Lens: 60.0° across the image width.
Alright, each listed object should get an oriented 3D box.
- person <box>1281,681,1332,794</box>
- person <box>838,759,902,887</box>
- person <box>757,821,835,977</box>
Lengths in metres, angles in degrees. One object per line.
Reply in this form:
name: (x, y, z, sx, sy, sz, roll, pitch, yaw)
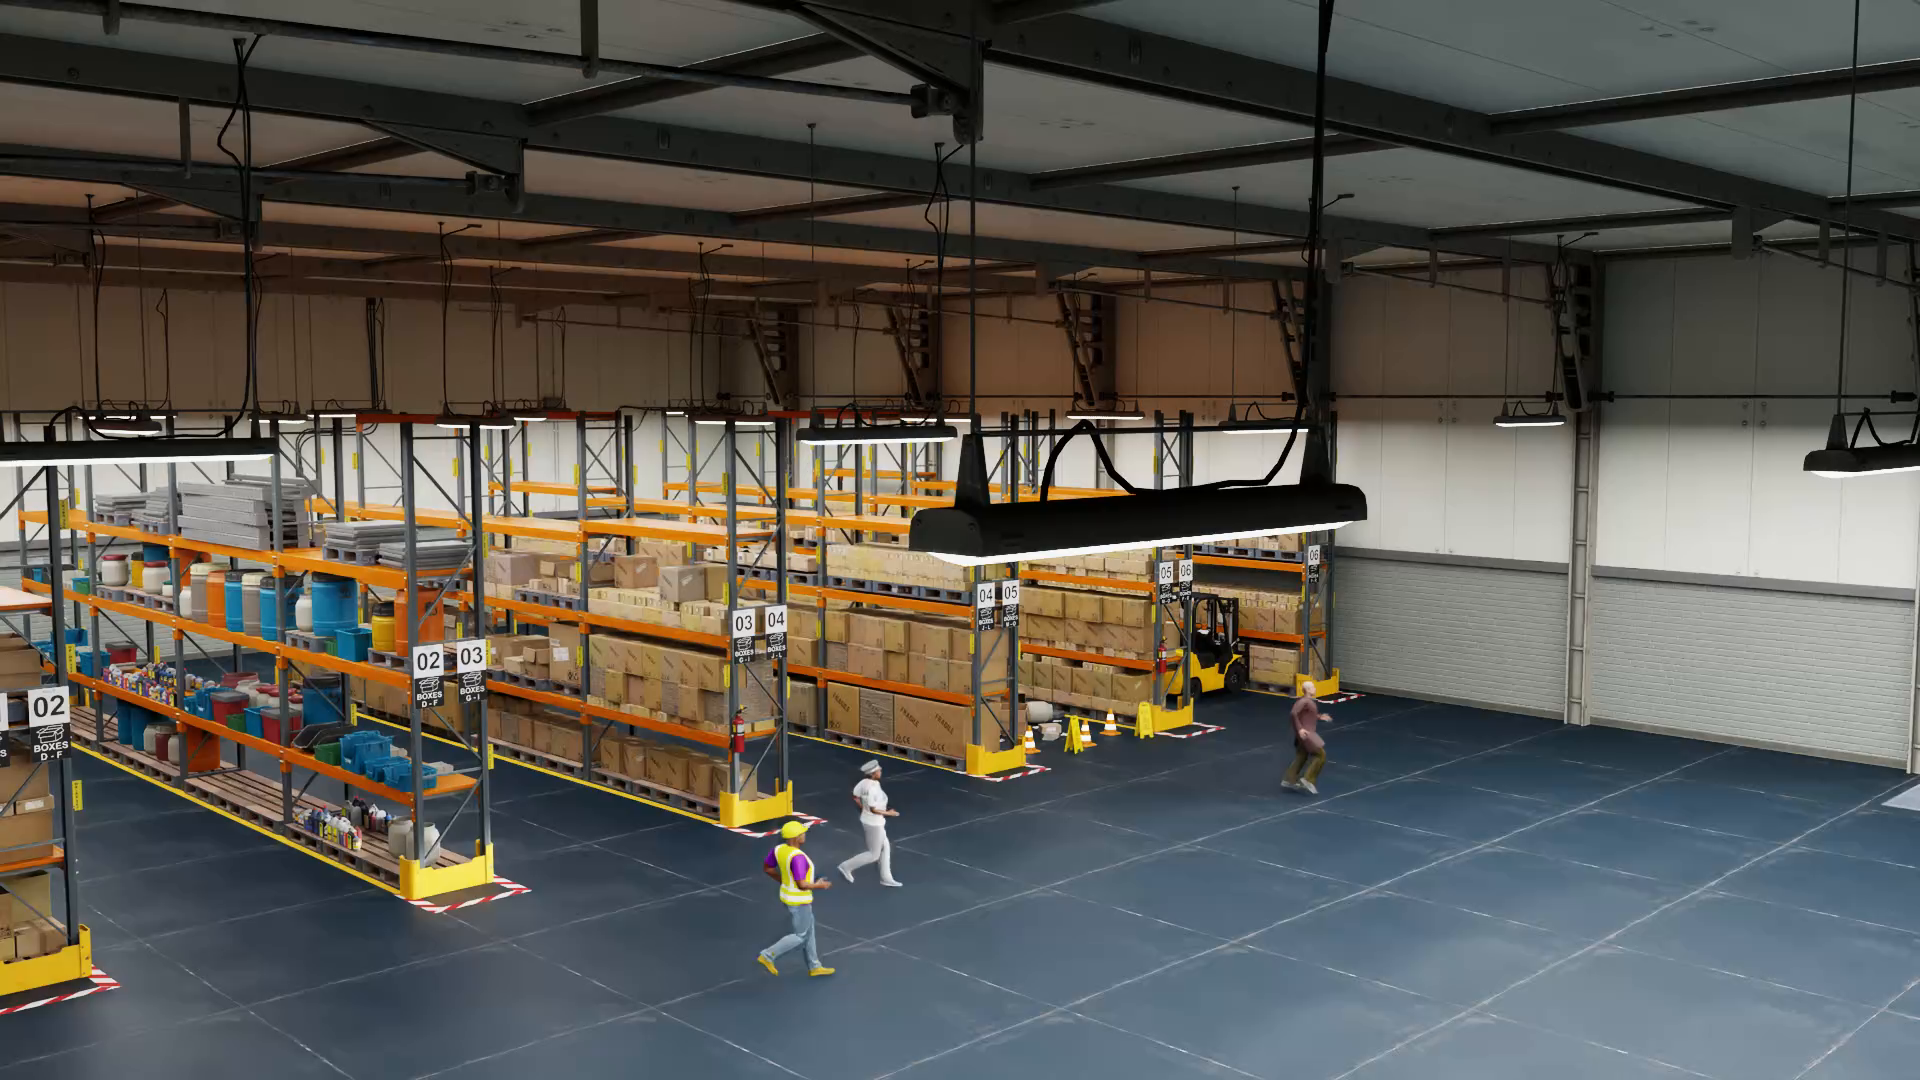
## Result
person: (5.548, 3.156, 26.578, 0.808, 1.823, 0.693, 0, 5, 4)
person: (-1.158, 3.652, 21.315, 0.859, 1.700, 0.579, -1, 5, -16)
person: (-1.780, 3.891, 17.927, 0.923, 1.752, 0.699, -3, 6, -27)
